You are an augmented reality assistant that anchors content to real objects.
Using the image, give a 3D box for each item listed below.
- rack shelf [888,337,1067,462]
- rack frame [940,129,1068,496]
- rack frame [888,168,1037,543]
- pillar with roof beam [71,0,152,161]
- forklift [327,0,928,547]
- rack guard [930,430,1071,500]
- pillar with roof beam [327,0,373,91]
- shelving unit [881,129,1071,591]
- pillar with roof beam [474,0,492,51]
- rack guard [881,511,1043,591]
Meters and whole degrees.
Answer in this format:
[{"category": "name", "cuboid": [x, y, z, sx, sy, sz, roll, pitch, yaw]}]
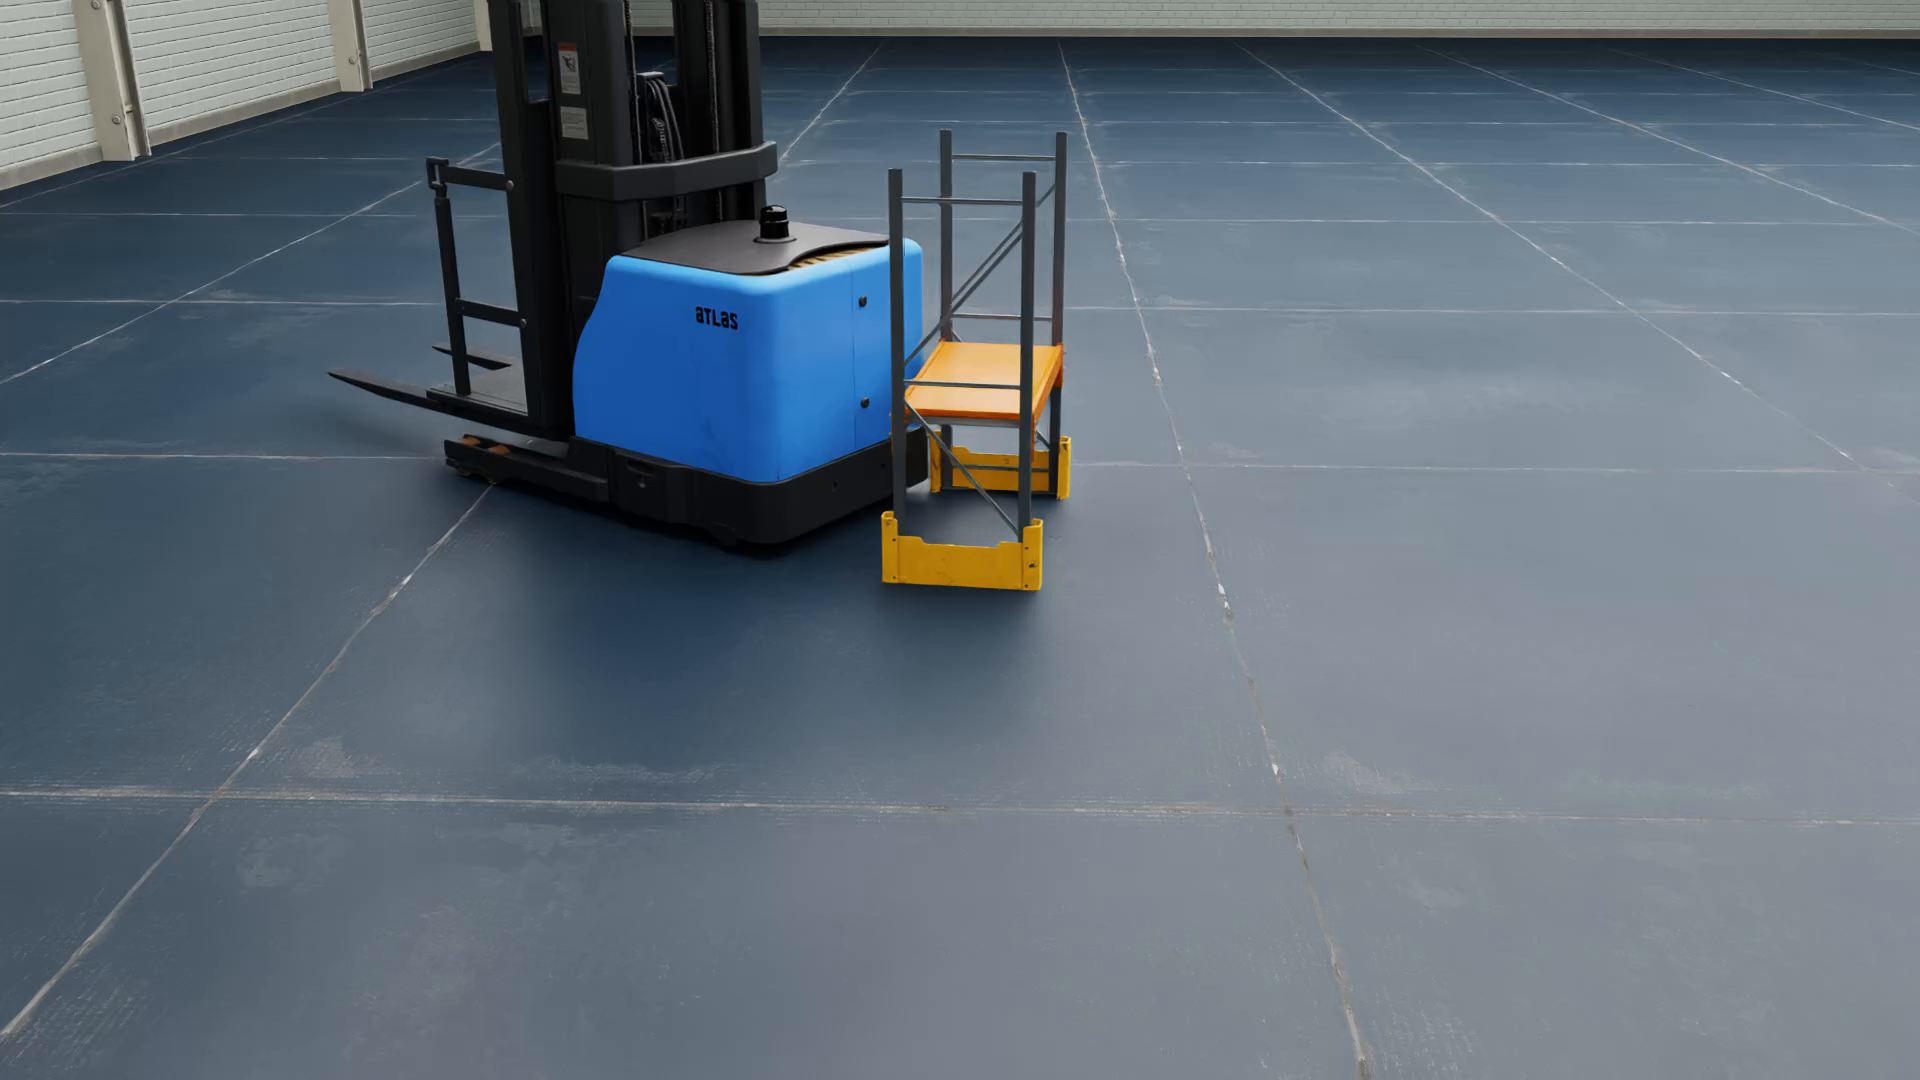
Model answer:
[{"category": "rack shelf", "cuboid": [0.089, -0.556, 6.386, 0.538, 0.185, 1.000, 3, 21, 9]}, {"category": "rack frame", "cuboid": [0.171, -0.905, 6.788, 0.500, 1.500, 0.032, 3, 21, 9]}, {"category": "rack frame", "cuboid": [0.007, -0.542, 5.853, 0.500, 1.500, 0.032, 3, 21, 9]}, {"category": "pillar with roof beam", "cuboid": [-3.736, -7.835, 14.282, 9.100, 9.000, 0.400, 1, 21, 2]}, {"category": "forklift", "cuboid": [-1.626, -1.744, 6.971, 3.031, 2.935, 1.130, 15, 26, 33]}, {"category": "rack guard", "cuboid": [0.168, -0.316, 6.997, 0.587, 0.250, 0.087, 3, 21, 9]}, {"category": "pillar with roof beam", "cuboid": [-3.553, -10.005, 19.873, 9.100, 9.000, 0.400, 1, 21, 2]}, {"category": "shelving unit", "cuboid": [0.088, -0.721, 6.312, 0.587, 1.500, 1.083, 3, 21, 9]}, {"category": "pillar with roof beam", "cuboid": [-3.371, -12.174, 25.464, 9.100, 9.000, 0.400, 1, 21, 2]}, {"category": "rack guard", "cuboid": [0.007, 0.040, 6.080, 0.587, 0.250, 0.087, 3, 21, 9]}]
